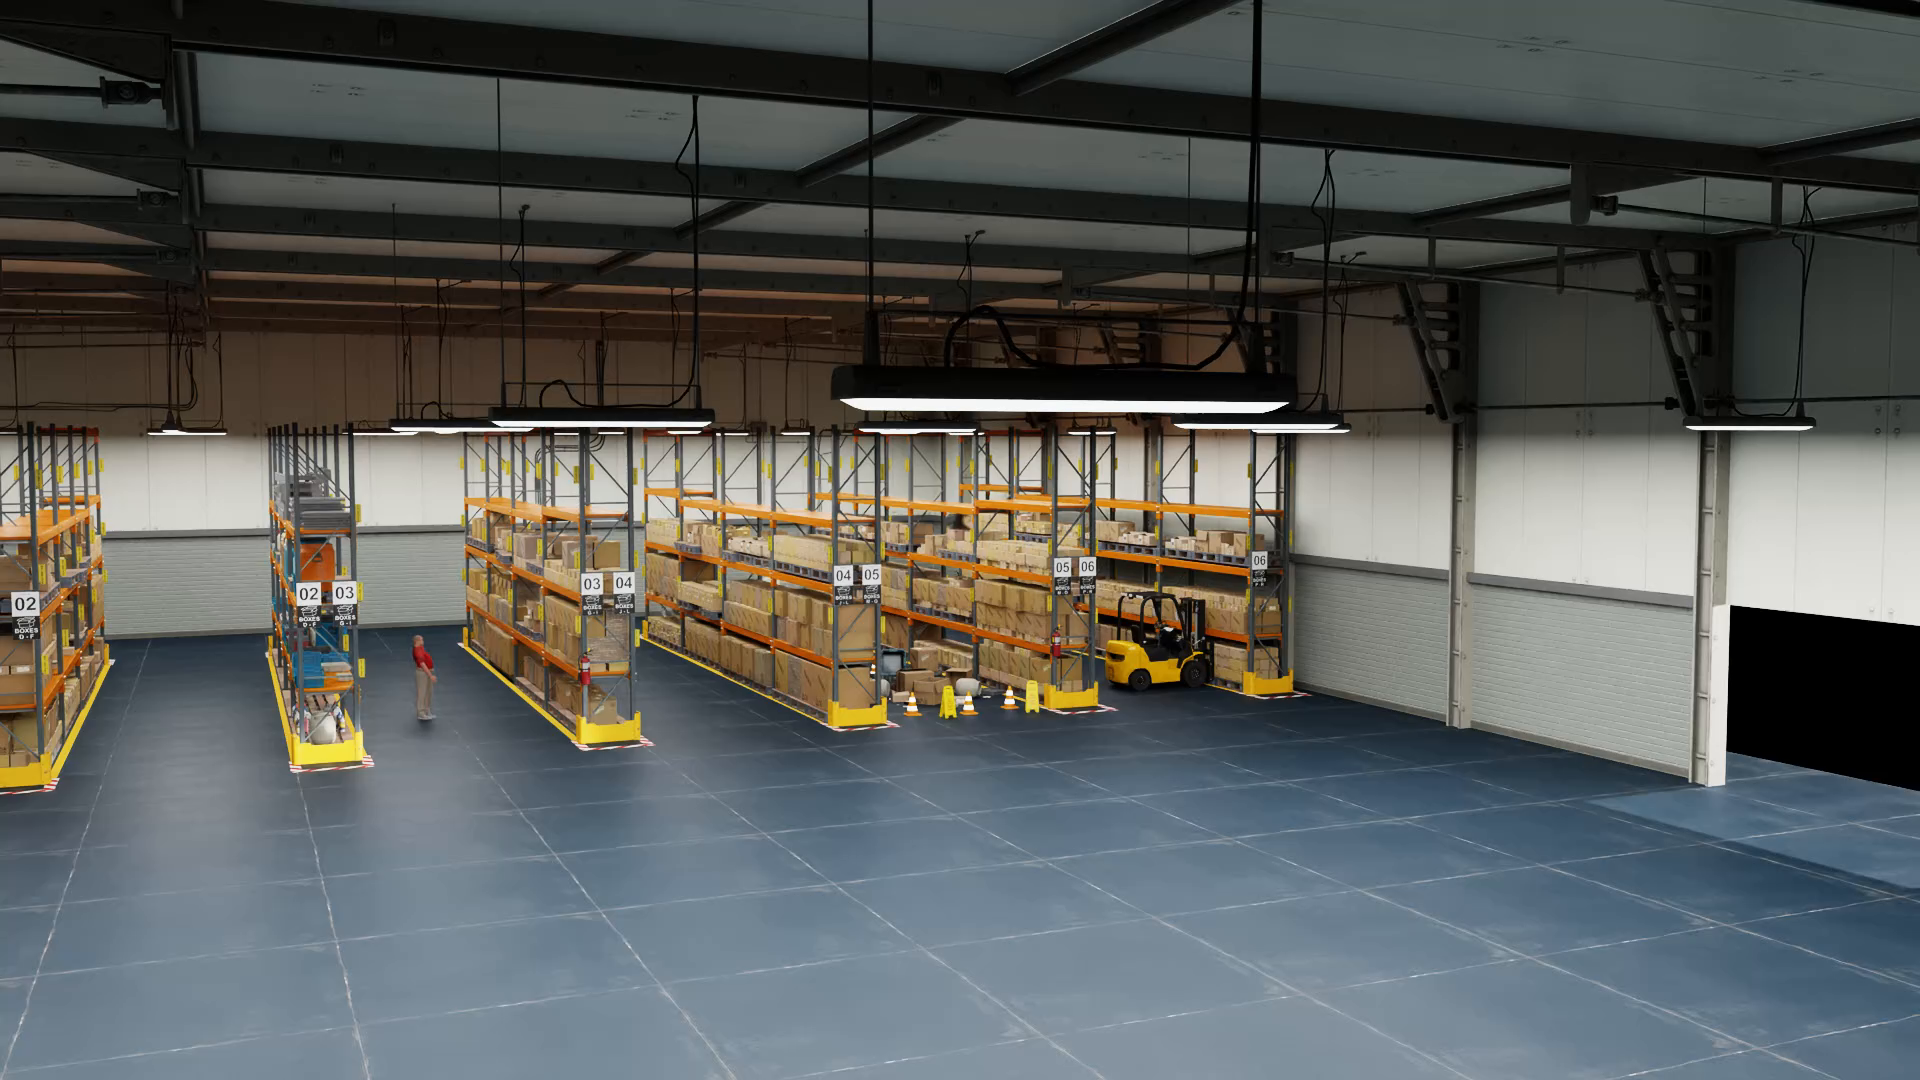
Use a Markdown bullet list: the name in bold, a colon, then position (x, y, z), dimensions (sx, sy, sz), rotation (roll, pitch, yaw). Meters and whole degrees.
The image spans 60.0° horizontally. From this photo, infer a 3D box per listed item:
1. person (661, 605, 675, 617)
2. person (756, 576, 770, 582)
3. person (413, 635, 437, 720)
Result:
- **person**: position (-9.190, 1.724, 52.197), dimensions (0.592, 1.647, 0.478), rotation (-1, 4, -11)
- **person**: position (-6.020, 1.686, 51.530), dimensions (0.673, 1.760, 0.596), rotation (-3, 5, -40)
- **person**: position (-10.885, 2.812, 33.910), dimensions (0.585, 1.761, 0.626), rotation (0, 3, 3)
